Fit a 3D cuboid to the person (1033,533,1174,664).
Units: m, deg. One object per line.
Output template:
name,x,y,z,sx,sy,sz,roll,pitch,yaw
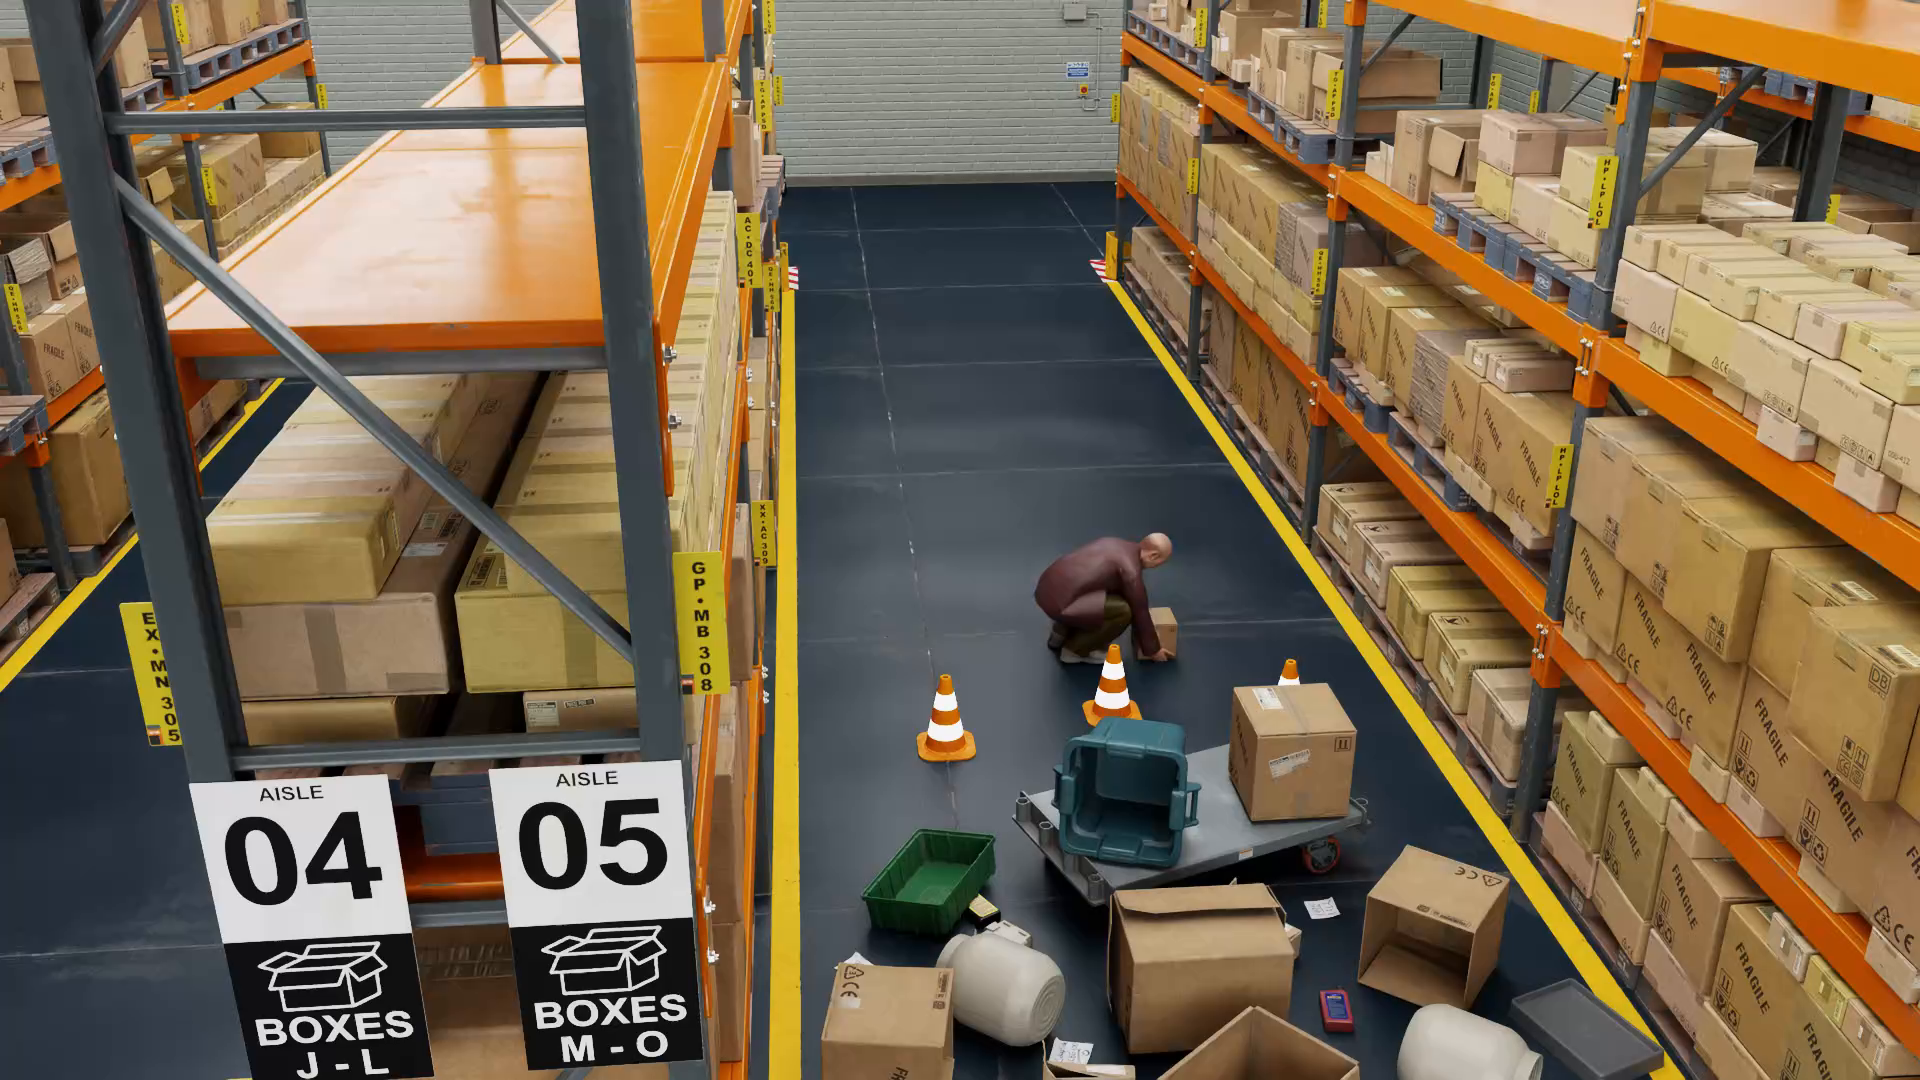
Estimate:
person,0.927,0.411,10.760,0.904,0.881,0.579,-3,24,-6
